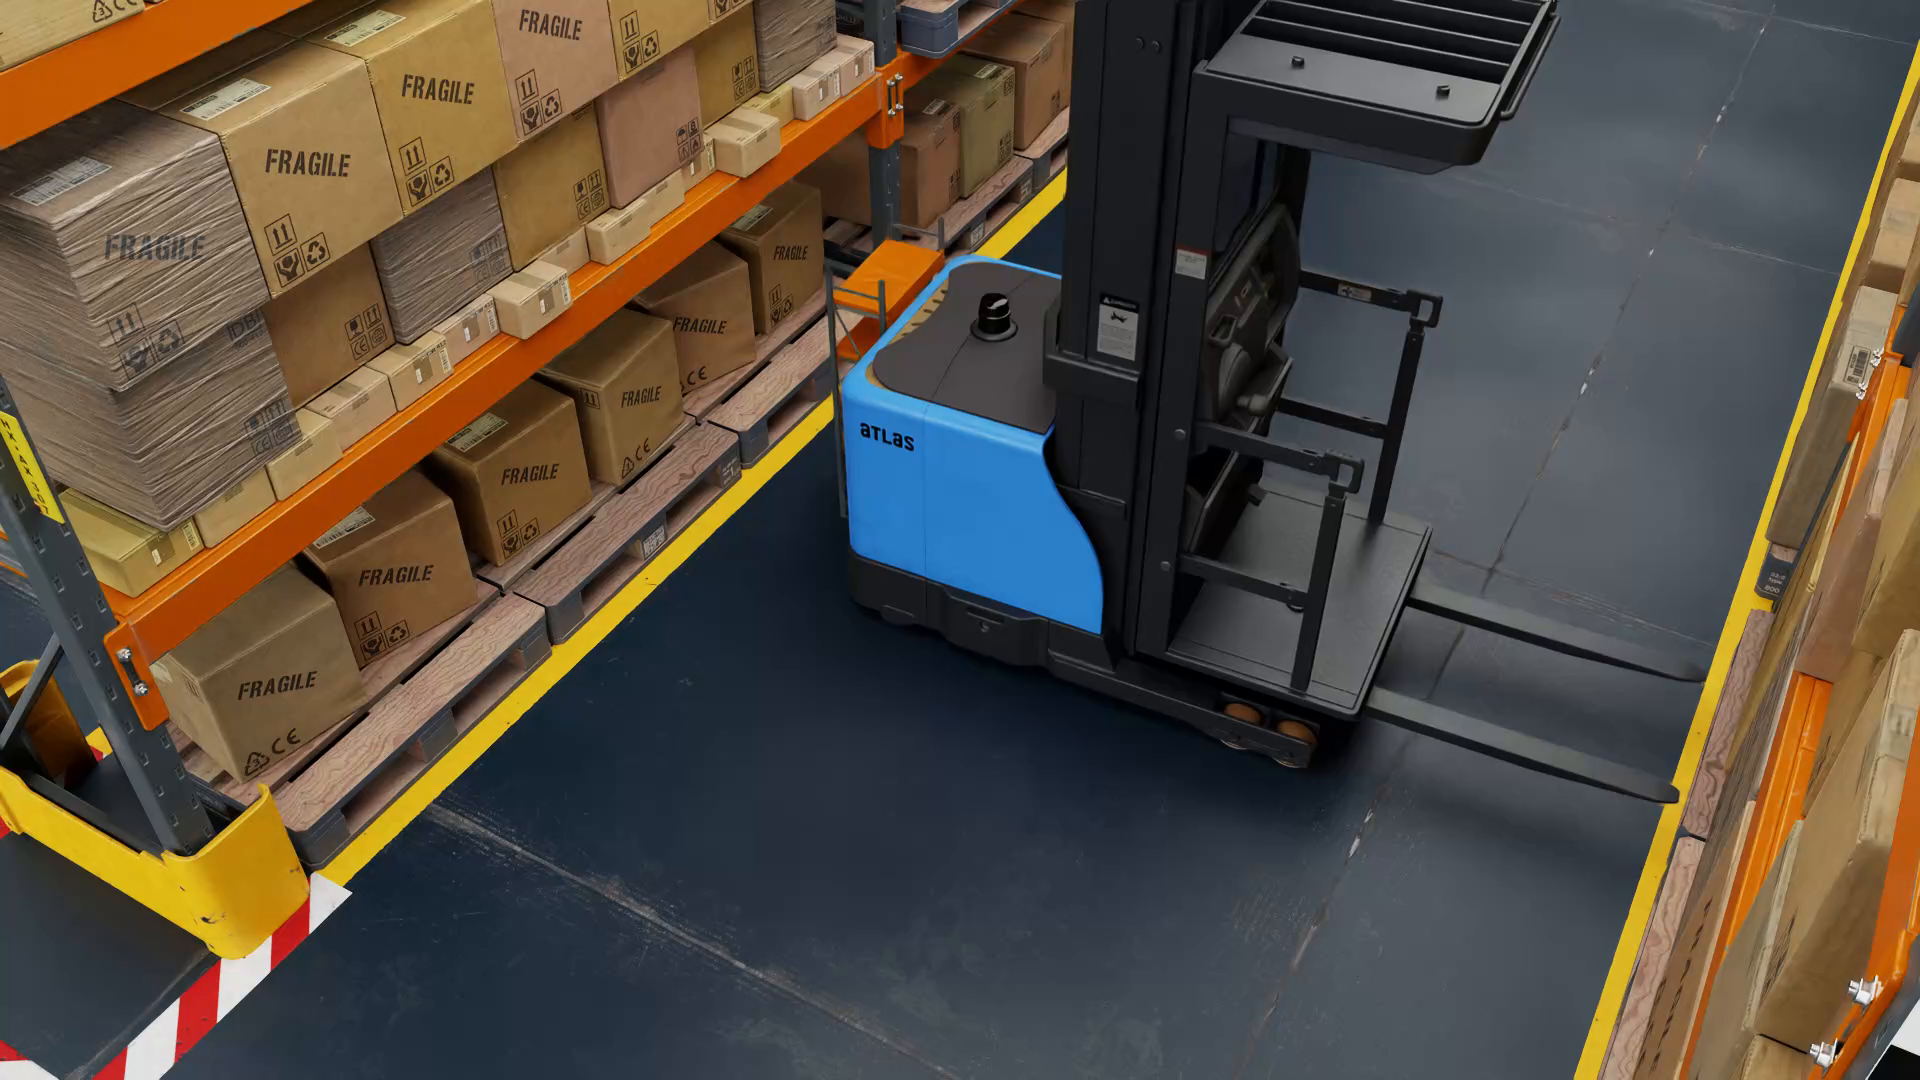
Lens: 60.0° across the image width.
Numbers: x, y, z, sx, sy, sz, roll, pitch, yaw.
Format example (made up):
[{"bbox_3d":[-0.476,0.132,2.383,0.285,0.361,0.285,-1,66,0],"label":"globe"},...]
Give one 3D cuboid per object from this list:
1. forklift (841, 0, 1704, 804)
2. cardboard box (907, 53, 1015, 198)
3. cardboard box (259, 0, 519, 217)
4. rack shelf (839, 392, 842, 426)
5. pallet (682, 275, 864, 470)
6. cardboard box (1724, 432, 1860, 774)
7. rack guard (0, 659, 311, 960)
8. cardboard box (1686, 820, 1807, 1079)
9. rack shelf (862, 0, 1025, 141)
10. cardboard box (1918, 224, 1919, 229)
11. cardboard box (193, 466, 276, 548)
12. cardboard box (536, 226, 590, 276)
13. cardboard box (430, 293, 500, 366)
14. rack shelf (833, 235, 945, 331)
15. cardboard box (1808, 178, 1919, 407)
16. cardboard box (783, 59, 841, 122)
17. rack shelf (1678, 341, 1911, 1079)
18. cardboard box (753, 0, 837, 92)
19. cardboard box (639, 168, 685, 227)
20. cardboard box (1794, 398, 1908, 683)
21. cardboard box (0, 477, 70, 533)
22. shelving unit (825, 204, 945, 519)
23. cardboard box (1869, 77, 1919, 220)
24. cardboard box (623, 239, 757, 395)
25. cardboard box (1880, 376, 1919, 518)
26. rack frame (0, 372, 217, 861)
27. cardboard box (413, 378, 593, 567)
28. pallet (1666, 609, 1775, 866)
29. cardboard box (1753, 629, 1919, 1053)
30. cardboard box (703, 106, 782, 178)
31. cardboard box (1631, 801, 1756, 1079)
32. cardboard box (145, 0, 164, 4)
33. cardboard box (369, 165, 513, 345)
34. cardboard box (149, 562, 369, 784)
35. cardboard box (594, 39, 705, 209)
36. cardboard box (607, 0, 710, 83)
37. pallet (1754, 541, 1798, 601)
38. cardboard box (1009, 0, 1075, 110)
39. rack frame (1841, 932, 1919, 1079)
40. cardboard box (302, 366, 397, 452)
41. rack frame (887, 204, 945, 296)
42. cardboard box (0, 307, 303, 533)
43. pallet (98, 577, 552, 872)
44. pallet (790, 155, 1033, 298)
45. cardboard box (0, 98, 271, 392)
[{"bbox_3d":[1.127,-0.704,5.332,3.031,2.935,1.130,18,44,19],"label":"forklift"},{"bbox_3d":[-0.148,-2.160,8.492,0.700,0.500,0.500,21,45,22],"label":"cardboard box"},{"bbox_3d":[-1.714,-1.353,4.959,0.500,0.500,0.500,21,45,22],"label":"cardboard box"},{"bbox_3d":[-0.276,-0.612,6.638,0.258,0.148,0.480,18,44,19],"label":"rack shelf"},{"bbox_3d":[-1.034,-0.880,7.589,1.003,0.211,1.213,21,45,22],"label":"pallet"},{"bbox_3d":[3.140,0.352,5.370,0.875,0.875,0.875,22,46,23],"label":"cardboard box"},{"bbox_3d":[-2.692,0.861,5.394,1.175,0.500,0.348,21,45,22],"label":"rack guard"},{"bbox_3d":[1.916,1.059,3.164,0.875,0.550,0.550,21,45,22],"label":"cardboard box"},{"bbox_3d":[0.272,-3.197,8.655,1.077,0.370,4.000,21,45,22],"label":"rack shelf"},{"bbox_3d":[3.798,-1.338,5.924,0.500,0.500,0.500,20,45,22],"label":"cardboard box"},{"bbox_3d":[-2.240,-0.160,4.852,0.380,0.149,0.250,21,45,22],"label":"cardboard box"},{"bbox_3d":[-1.536,-1.037,5.847,0.380,0.149,0.250,21,45,22],"label":"cardboard box"},{"bbox_3d":[-1.761,-0.741,5.512,0.380,0.149,0.250,21,45,22],"label":"cardboard box"},{"bbox_3d":[-0.277,-0.957,6.334,0.258,0.148,0.480,18,44,19],"label":"rack shelf"},{"bbox_3d":[4.234,-0.873,6.856,1.050,0.750,0.750,21,45,22],"label":"cardboard box"},{"bbox_3d":[-0.715,-1.868,6.791,0.380,0.149,0.250,21,45,22],"label":"cardboard box"},{"bbox_3d":[2.514,0.790,4.127,1.077,0.370,4.000,21,45,22],"label":"rack shelf"},{"bbox_3d":[-1.007,-2.234,6.717,0.875,0.500,0.500,21,45,22],"label":"cardboard box"},{"bbox_3d":[-1.250,-1.309,6.157,0.380,0.149,0.250,21,45,22],"label":"cardboard box"},{"bbox_3d":[2.713,0.127,4.223,0.875,0.550,0.550,21,45,22],"label":"cardboard box"},{"bbox_3d":[-2.766,-0.170,4.864,0.380,0.149,0.250,21,45,22],"label":"cardboard box"},{"bbox_3d":[-0.276,-0.662,6.594,0.258,1.200,0.503,18,44,19],"label":"shelving unit"},{"bbox_3d":[5.134,-1.907,8.031,1.050,0.750,0.750,20,45,22],"label":"cardboard box"},{"bbox_3d":[-1.243,-0.996,7.185,0.500,0.500,0.500,-30,50,-30],"label":"cardboard box"},{"bbox_3d":[2.737,-0.269,3.855,0.875,0.550,0.550,21,45,22],"label":"cardboard box"},{"bbox_3d":[-2.730,-0.033,4.518,1.000,3.000,0.127,21,45,22],"label":"rack frame"},{"bbox_3d":[-1.804,-0.310,6.406,0.500,0.500,0.500,25,47,26],"label":"cardboard box"},{"bbox_3d":[3.067,0.832,5.646,1.003,0.211,1.213,21,45,22],"label":"pallet"},{"bbox_3d":[1.928,0.658,2.802,0.875,0.550,0.550,21,45,22],"label":"cardboard box"},{"bbox_3d":[-0.921,-1.565,6.447,0.380,0.149,0.250,21,45,22],"label":"cardboard box"},{"bbox_3d":[2.234,1.390,4.191,0.875,0.875,0.875,20,45,21],"label":"cardboard box"},{"bbox_3d":[-2.013,-1.590,4.130,0.500,0.250,0.500,20,45,21],"label":"cardboard box"},{"bbox_3d":[-1.997,-1.086,5.413,0.875,0.500,0.500,21,45,22],"label":"cardboard box"},{"bbox_3d":[-2.403,0.395,5.605,0.500,0.500,0.500,30,49,29],"label":"cardboard box"},{"bbox_3d":[-1.451,-1.640,6.042,0.875,0.500,0.500,21,45,22],"label":"cardboard box"},{"bbox_3d":[-1.216,-1.926,5.610,0.500,0.500,0.500,21,45,22],"label":"cardboard box"},{"bbox_3d":[3.836,-0.044,6.640,1.003,0.211,1.213,21,45,22],"label":"pallet"},{"bbox_3d":[0.411,-2.800,9.218,0.700,0.500,0.500,25,47,25],"label":"cardboard box"},{"bbox_3d":[1.511,1.664,2.591,0.949,2.616,0.053,21,45,22],"label":"rack frame"},{"bbox_3d":[-1.994,-0.448,5.179,0.380,0.149,0.250,21,45,22],"label":"cardboard box"},{"bbox_3d":[-0.171,-0.807,6.759,0.240,1.200,0.015,18,44,19],"label":"rack frame"},{"bbox_3d":[-2.431,-0.488,4.734,0.875,0.500,0.500,21,45,22],"label":"cardboard box"},{"bbox_3d":[-2.255,0.516,6.004,1.003,0.211,1.213,21,45,22],"label":"pallet"},{"bbox_3d":[-0.340,-1.722,8.545,1.003,0.211,1.213,21,45,22],"label":"pallet"},{"bbox_3d":[-2.219,-0.782,4.312,0.500,0.500,0.500,21,45,22],"label":"cardboard box"}]
